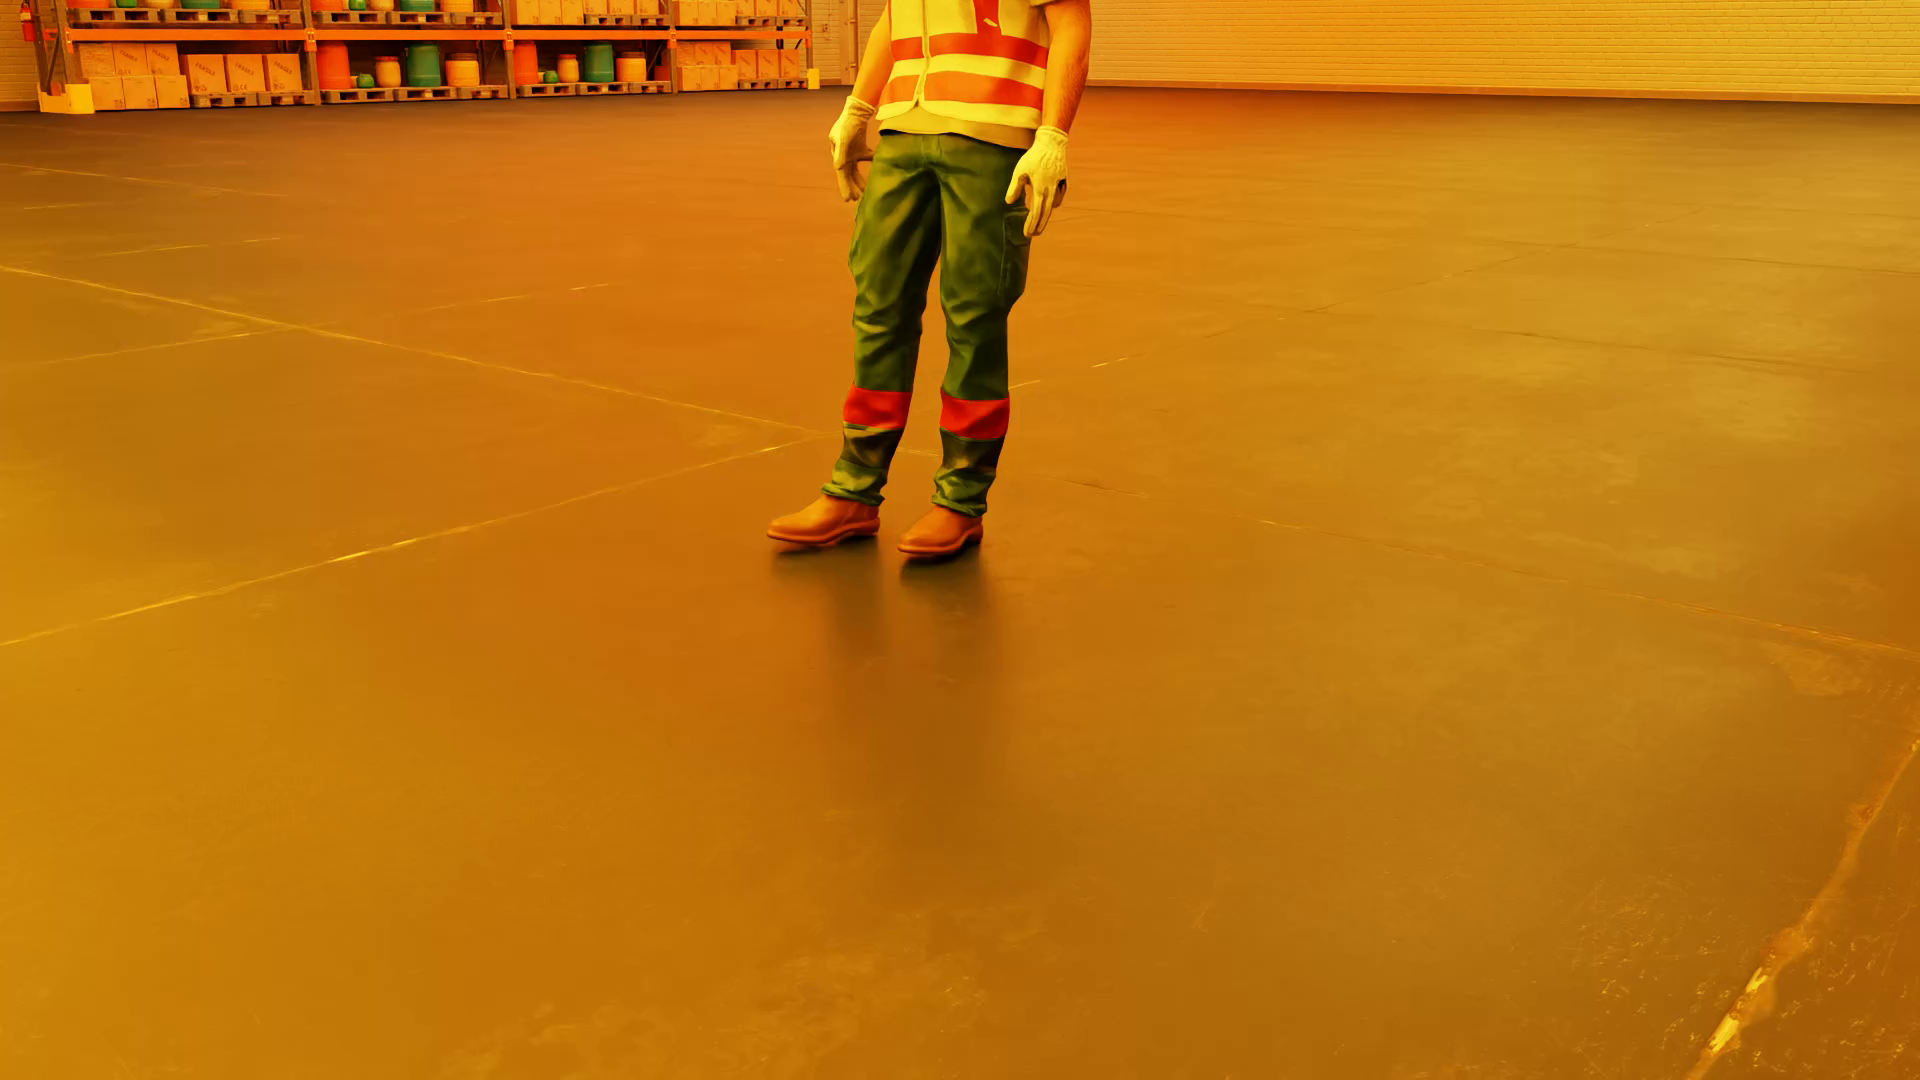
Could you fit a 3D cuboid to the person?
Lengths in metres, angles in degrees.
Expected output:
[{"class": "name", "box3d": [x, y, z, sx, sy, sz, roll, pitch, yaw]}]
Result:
[{"class": "person", "box3d": [-0.061, -0.847, 3.628, 0.637, 1.790, 0.562, 13, 21, 37]}]
